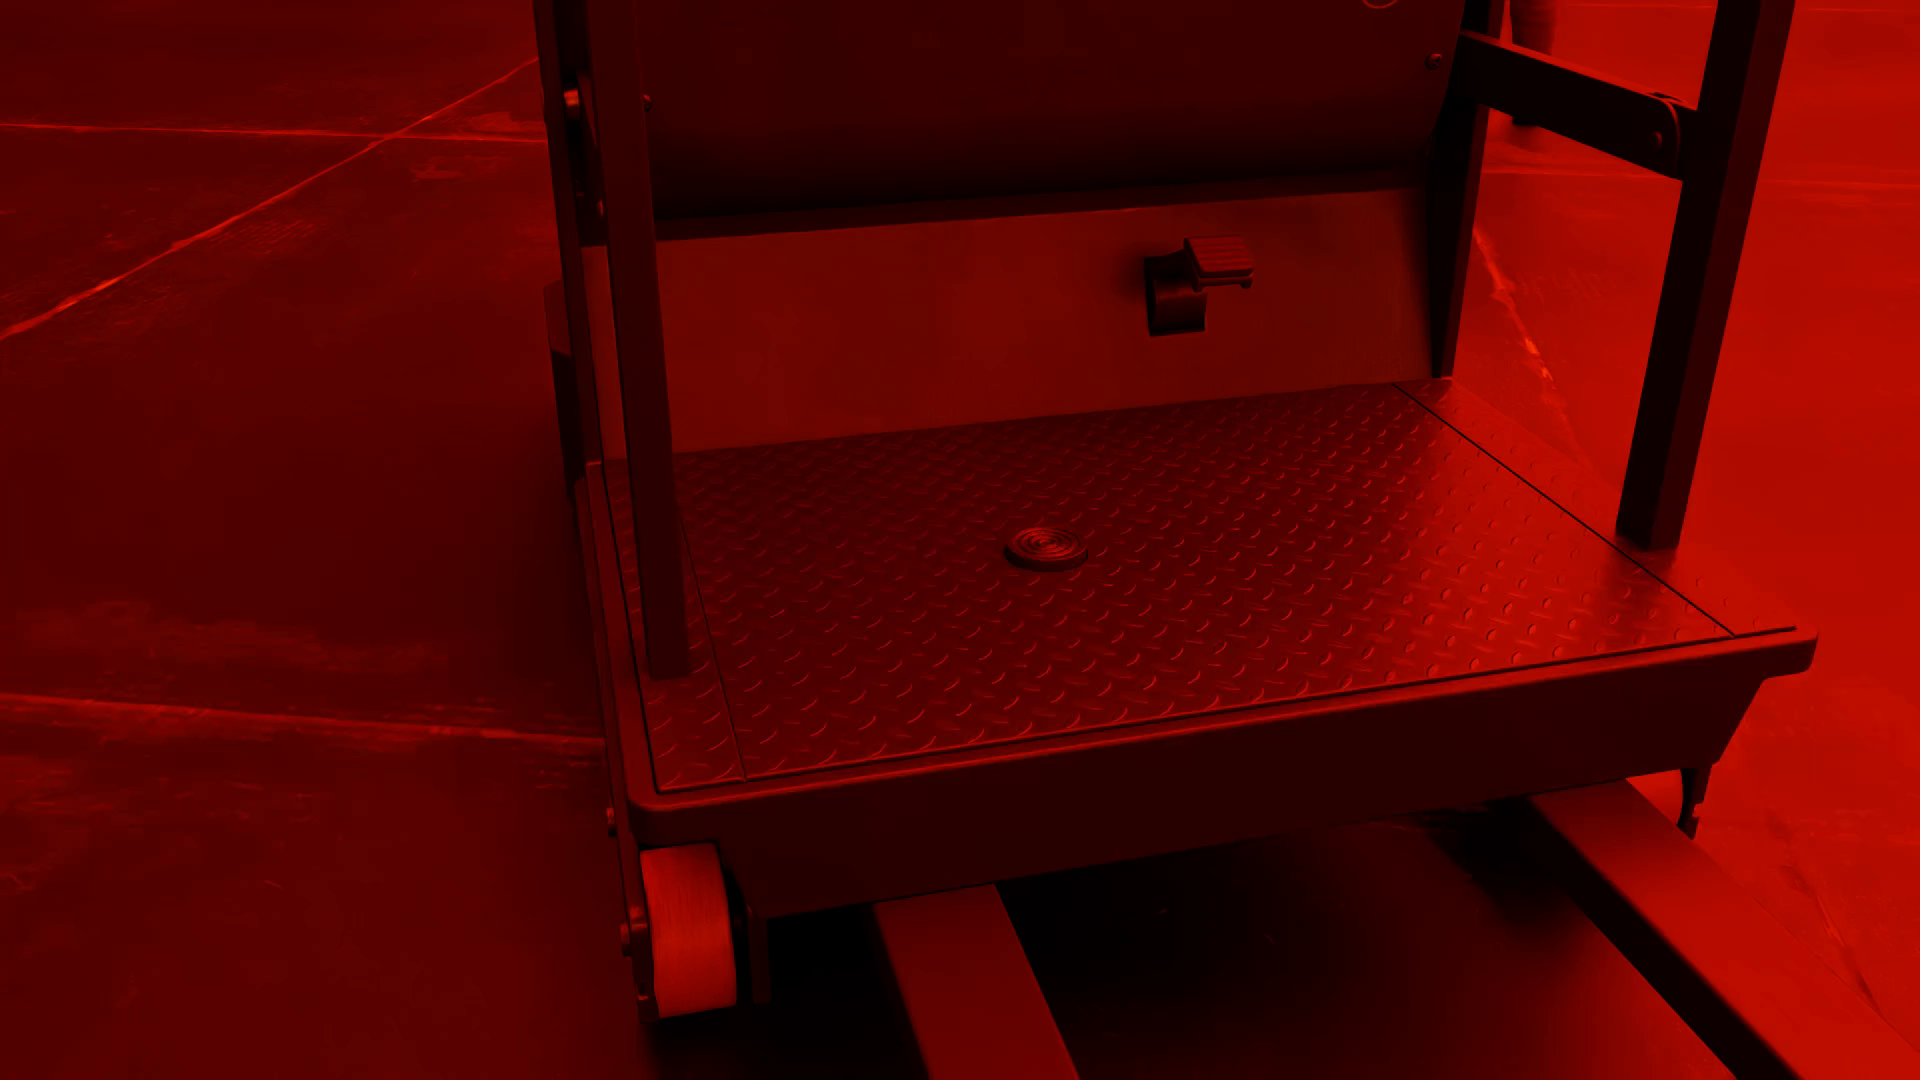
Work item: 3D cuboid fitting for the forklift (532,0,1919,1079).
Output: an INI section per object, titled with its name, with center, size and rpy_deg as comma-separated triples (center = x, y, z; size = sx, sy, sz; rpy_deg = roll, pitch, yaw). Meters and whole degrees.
[forklift]
center = 0.153, -1.049, 1.319
size = 1.130, 2.935, 3.031
rpy_deg = -7, 27, -13

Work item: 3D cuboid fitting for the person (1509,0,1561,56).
[person]
center = 1.522, -2.016, 4.673
size = 0.570, 1.654, 0.504
rpy_deg = 3, 27, 6
